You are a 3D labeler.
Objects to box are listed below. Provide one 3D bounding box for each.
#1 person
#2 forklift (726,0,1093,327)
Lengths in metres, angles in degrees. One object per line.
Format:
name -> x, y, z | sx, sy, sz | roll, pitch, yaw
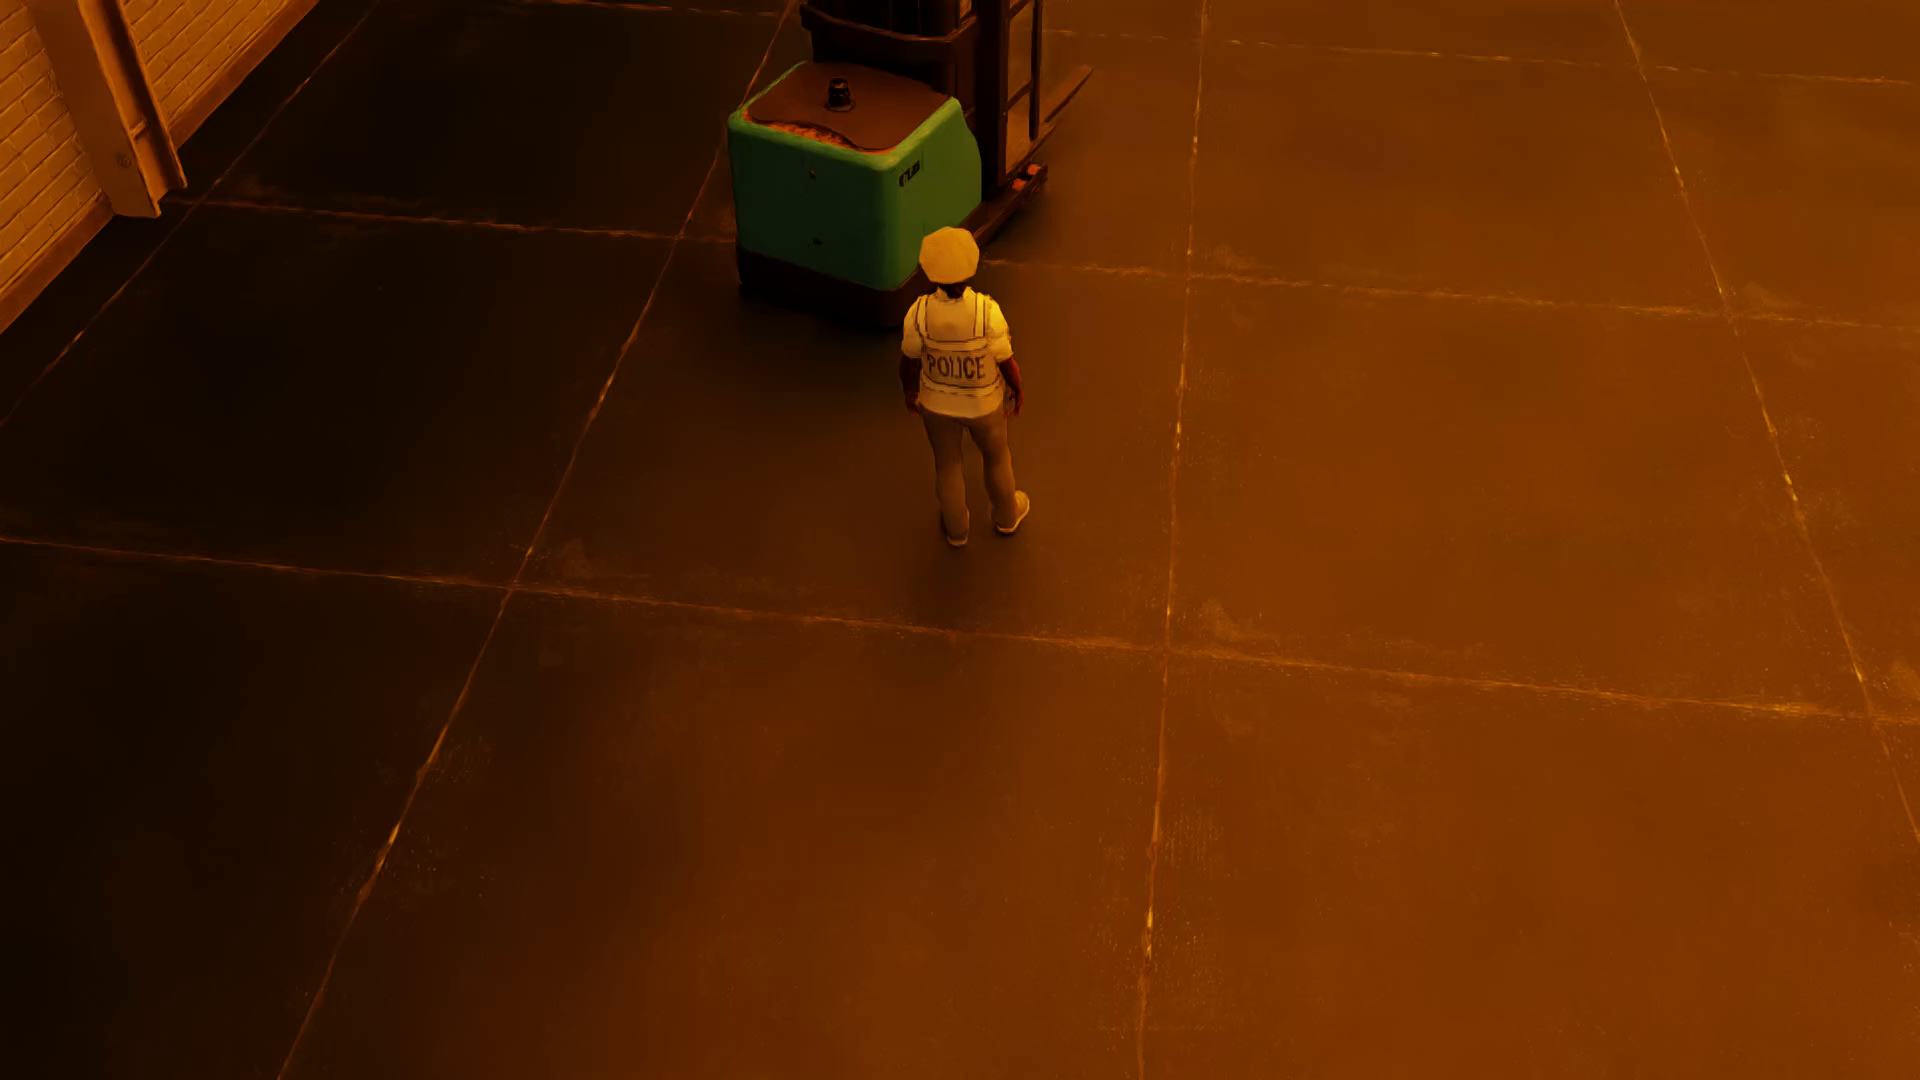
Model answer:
person -> 0.029, -0.678, 7.365 | 0.570, 1.695, 0.529 | 5, 43, 6
forklift -> -0.118, -3.229, 9.239 | 1.130, 2.935, 3.031 | 19, 46, 20
